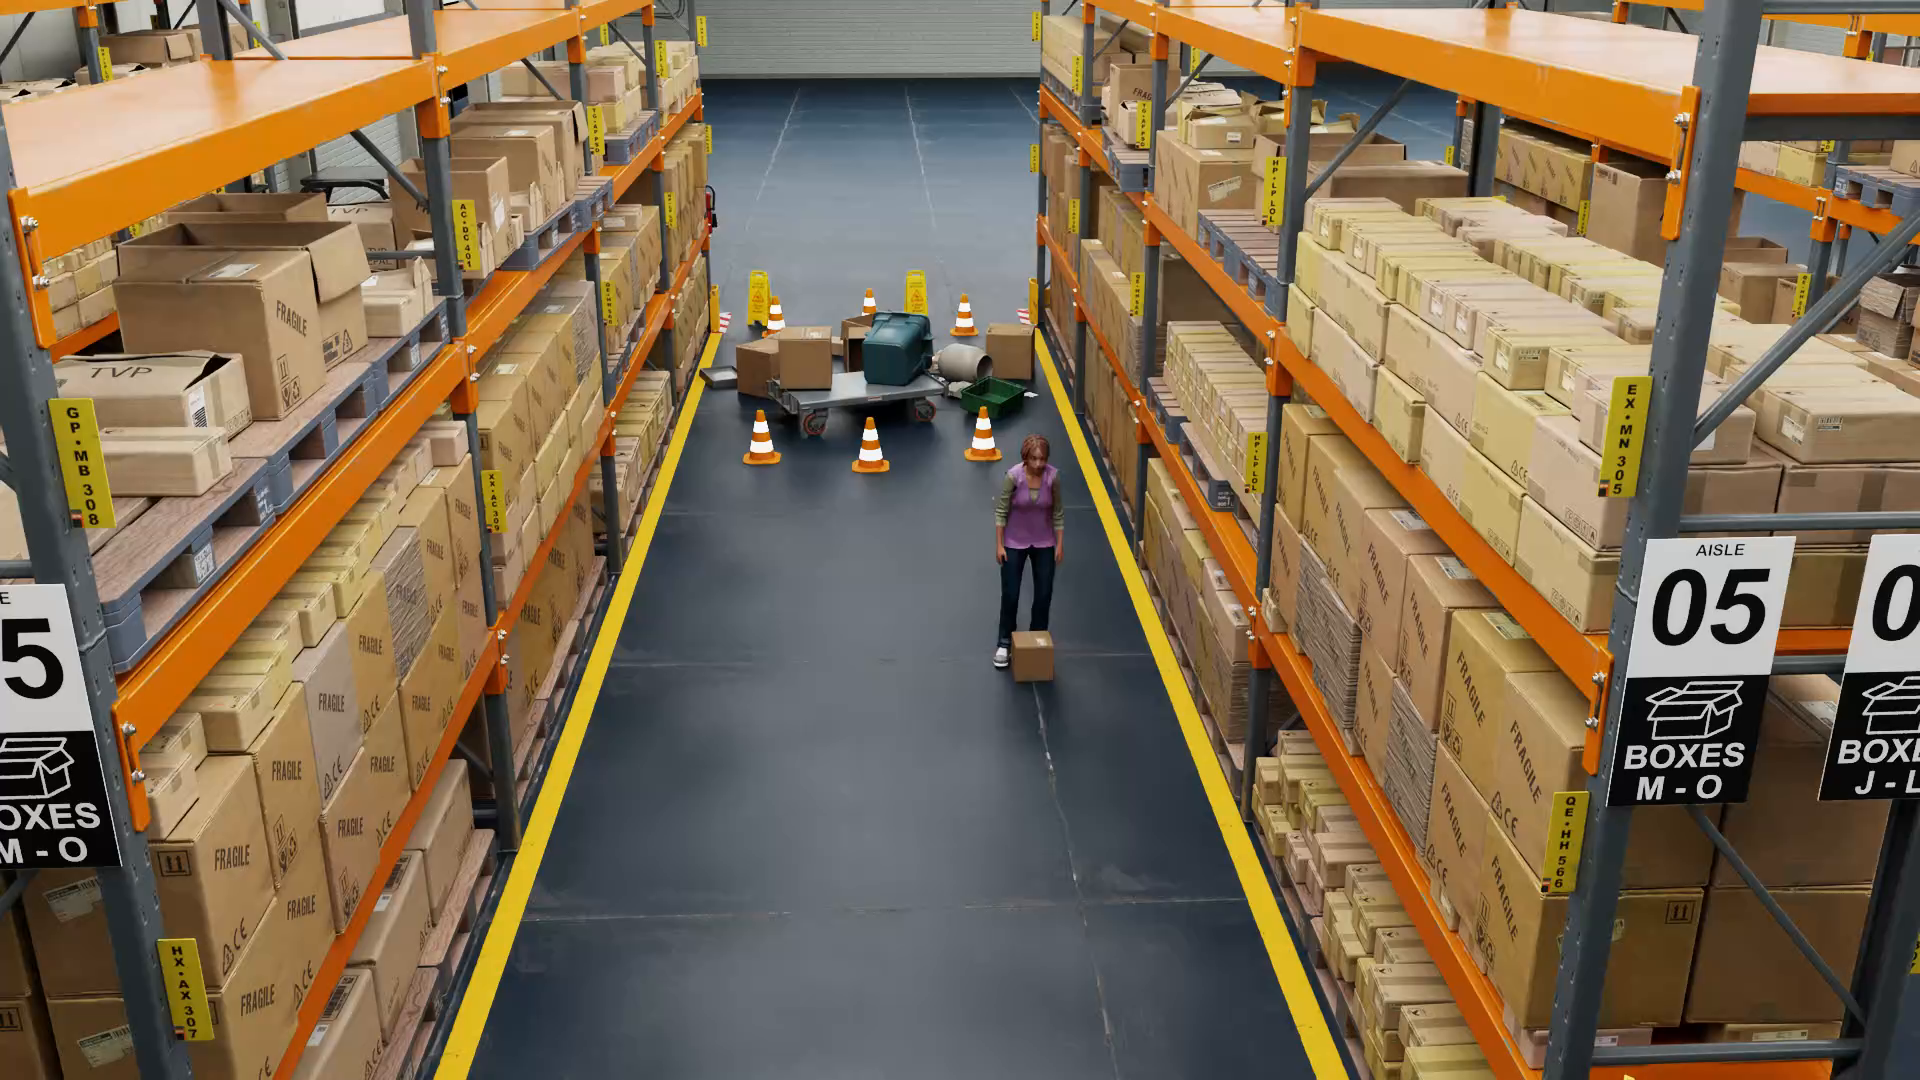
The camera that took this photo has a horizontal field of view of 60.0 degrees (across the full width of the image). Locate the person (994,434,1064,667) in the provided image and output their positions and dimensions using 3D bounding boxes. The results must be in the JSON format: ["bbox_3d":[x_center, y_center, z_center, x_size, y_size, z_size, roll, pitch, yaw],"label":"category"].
[{"bbox_3d":[0.455,0.061,10.936,0.477,1.591,0.377,-2,21,-6],"label":"person"}]
